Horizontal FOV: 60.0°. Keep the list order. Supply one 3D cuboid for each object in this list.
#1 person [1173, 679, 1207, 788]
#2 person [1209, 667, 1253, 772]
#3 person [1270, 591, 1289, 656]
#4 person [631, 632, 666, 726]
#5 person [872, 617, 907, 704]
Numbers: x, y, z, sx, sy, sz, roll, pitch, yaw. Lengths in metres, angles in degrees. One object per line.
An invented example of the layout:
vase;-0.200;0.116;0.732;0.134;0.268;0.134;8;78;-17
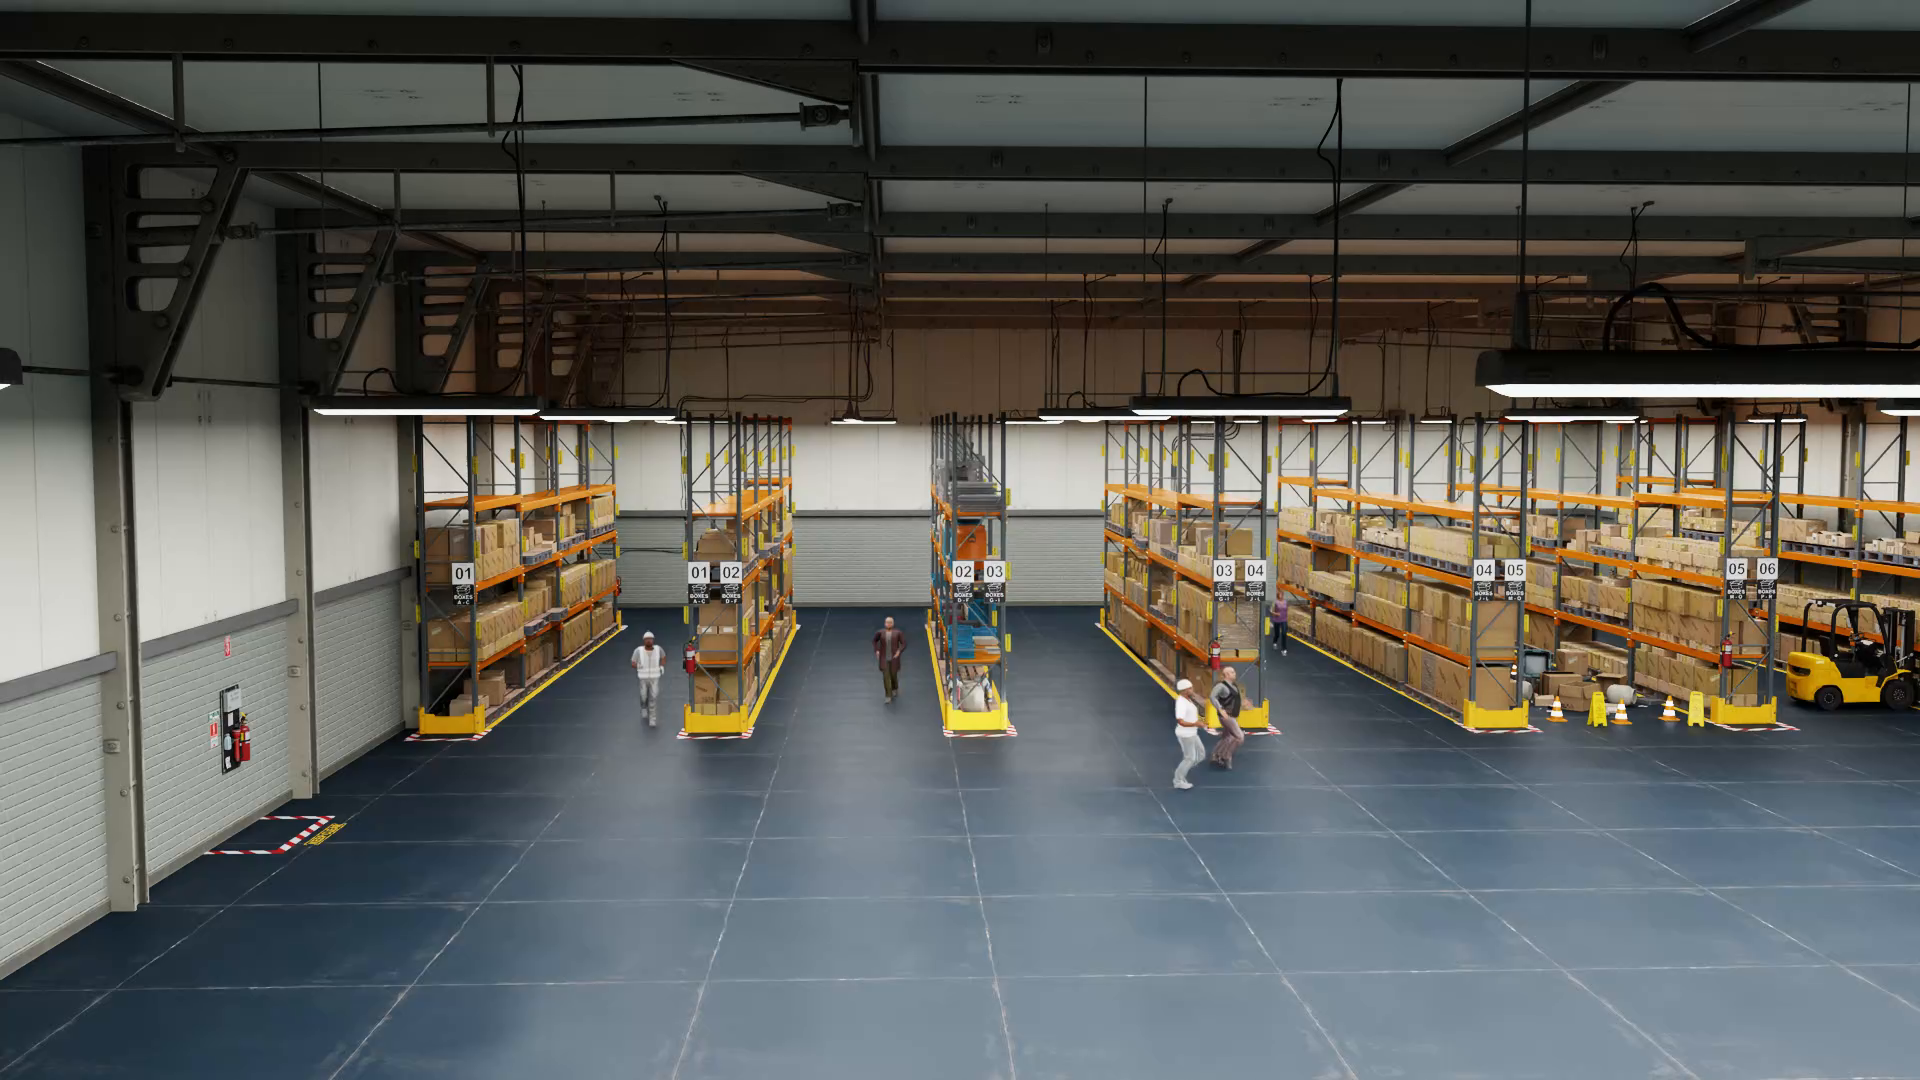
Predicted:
person;3.637;3.058;26.248;0.597;1.721;0.686;1;4;18
person;4.504;2.984;27.754;0.722;1.733;0.633;2;4;27
person;8.042;2.113;41.819;0.545;1.503;0.890;0;4;-4
person;-5.956;2.639;31.844;0.686;1.756;0.969;-1;4;-13
person;-1.478;2.489;34.727;0.726;1.766;0.808;0;4;1
